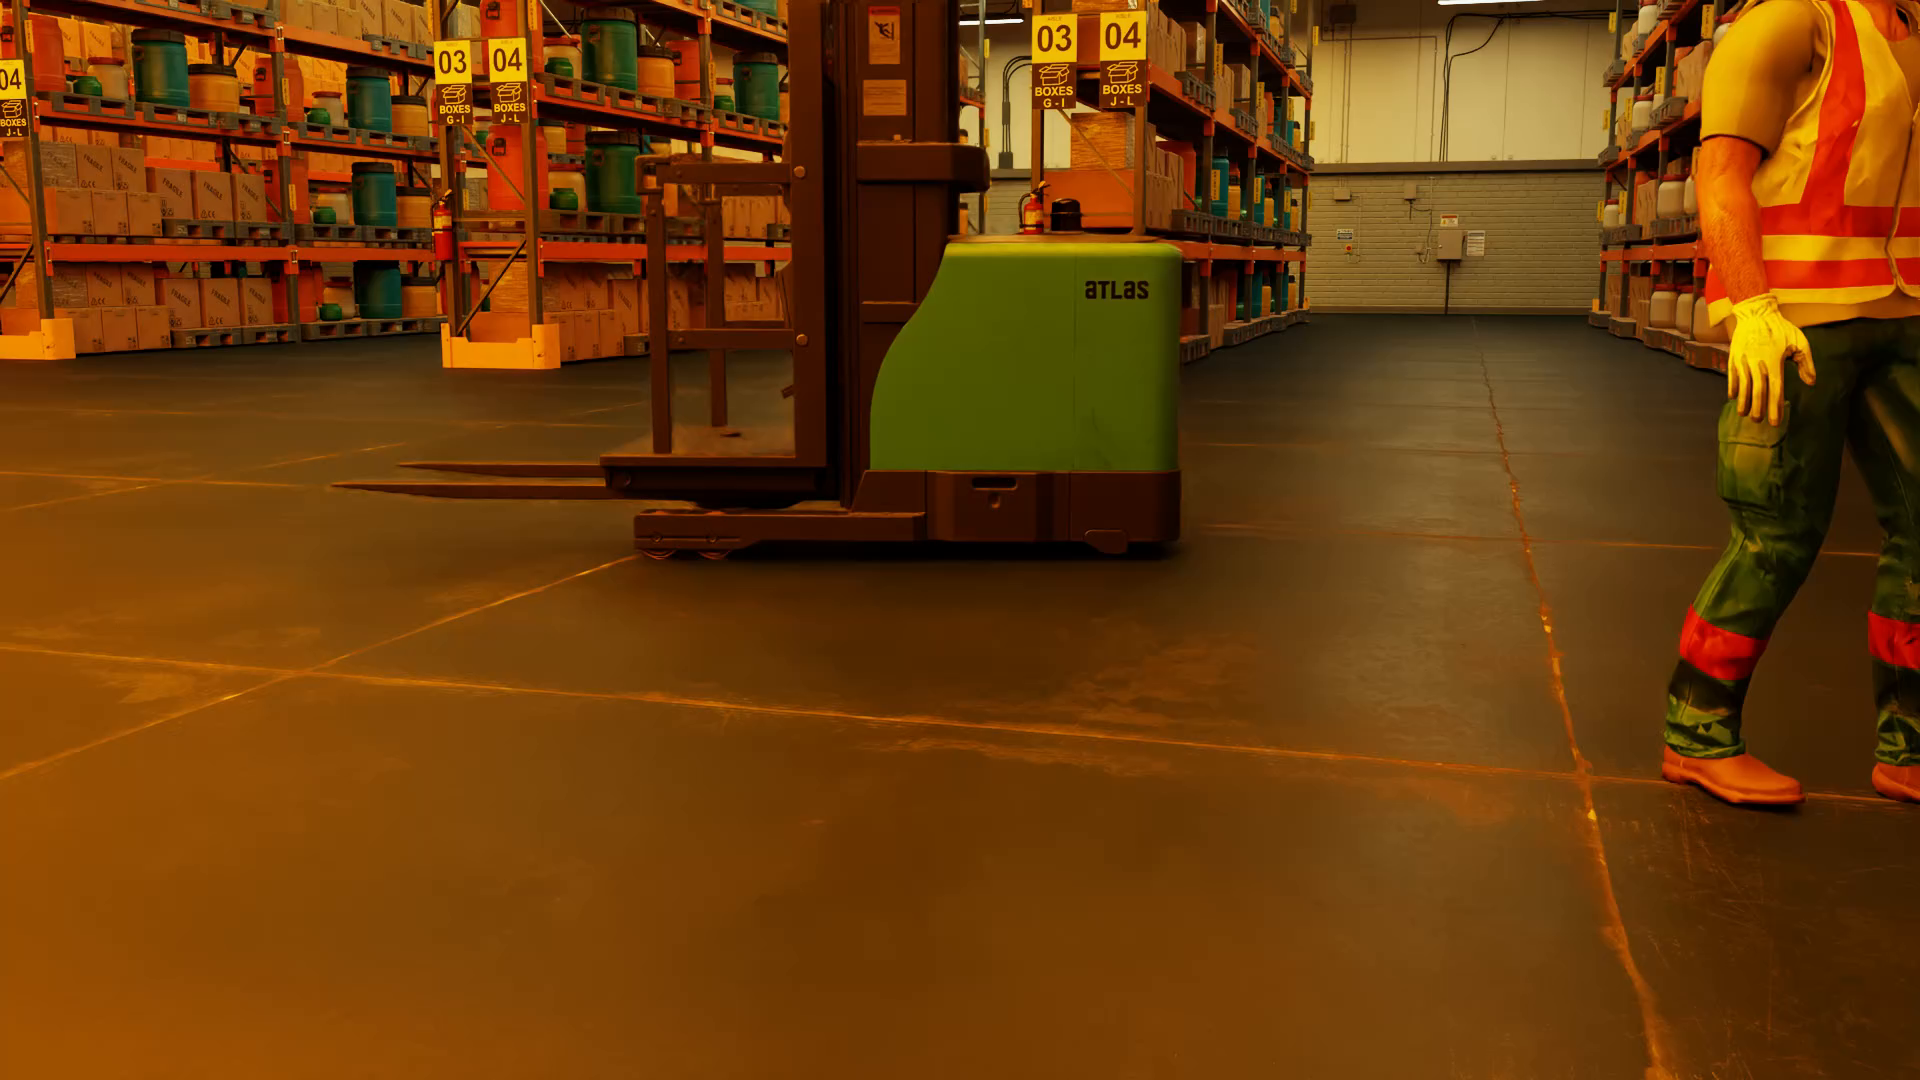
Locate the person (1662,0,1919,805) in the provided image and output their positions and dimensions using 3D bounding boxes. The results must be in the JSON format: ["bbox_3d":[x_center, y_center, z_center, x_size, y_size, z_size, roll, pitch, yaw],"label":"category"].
[{"bbox_3d":[1.611,-0.359,2.988,0.624,1.806,0.535,-4,10,-25],"label":"person"}]

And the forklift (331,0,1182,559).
[{"bbox_3d":[-0.731,-1.465,6.010,3.031,2.935,1.130,1,9,3],"label":"forklift"}]
